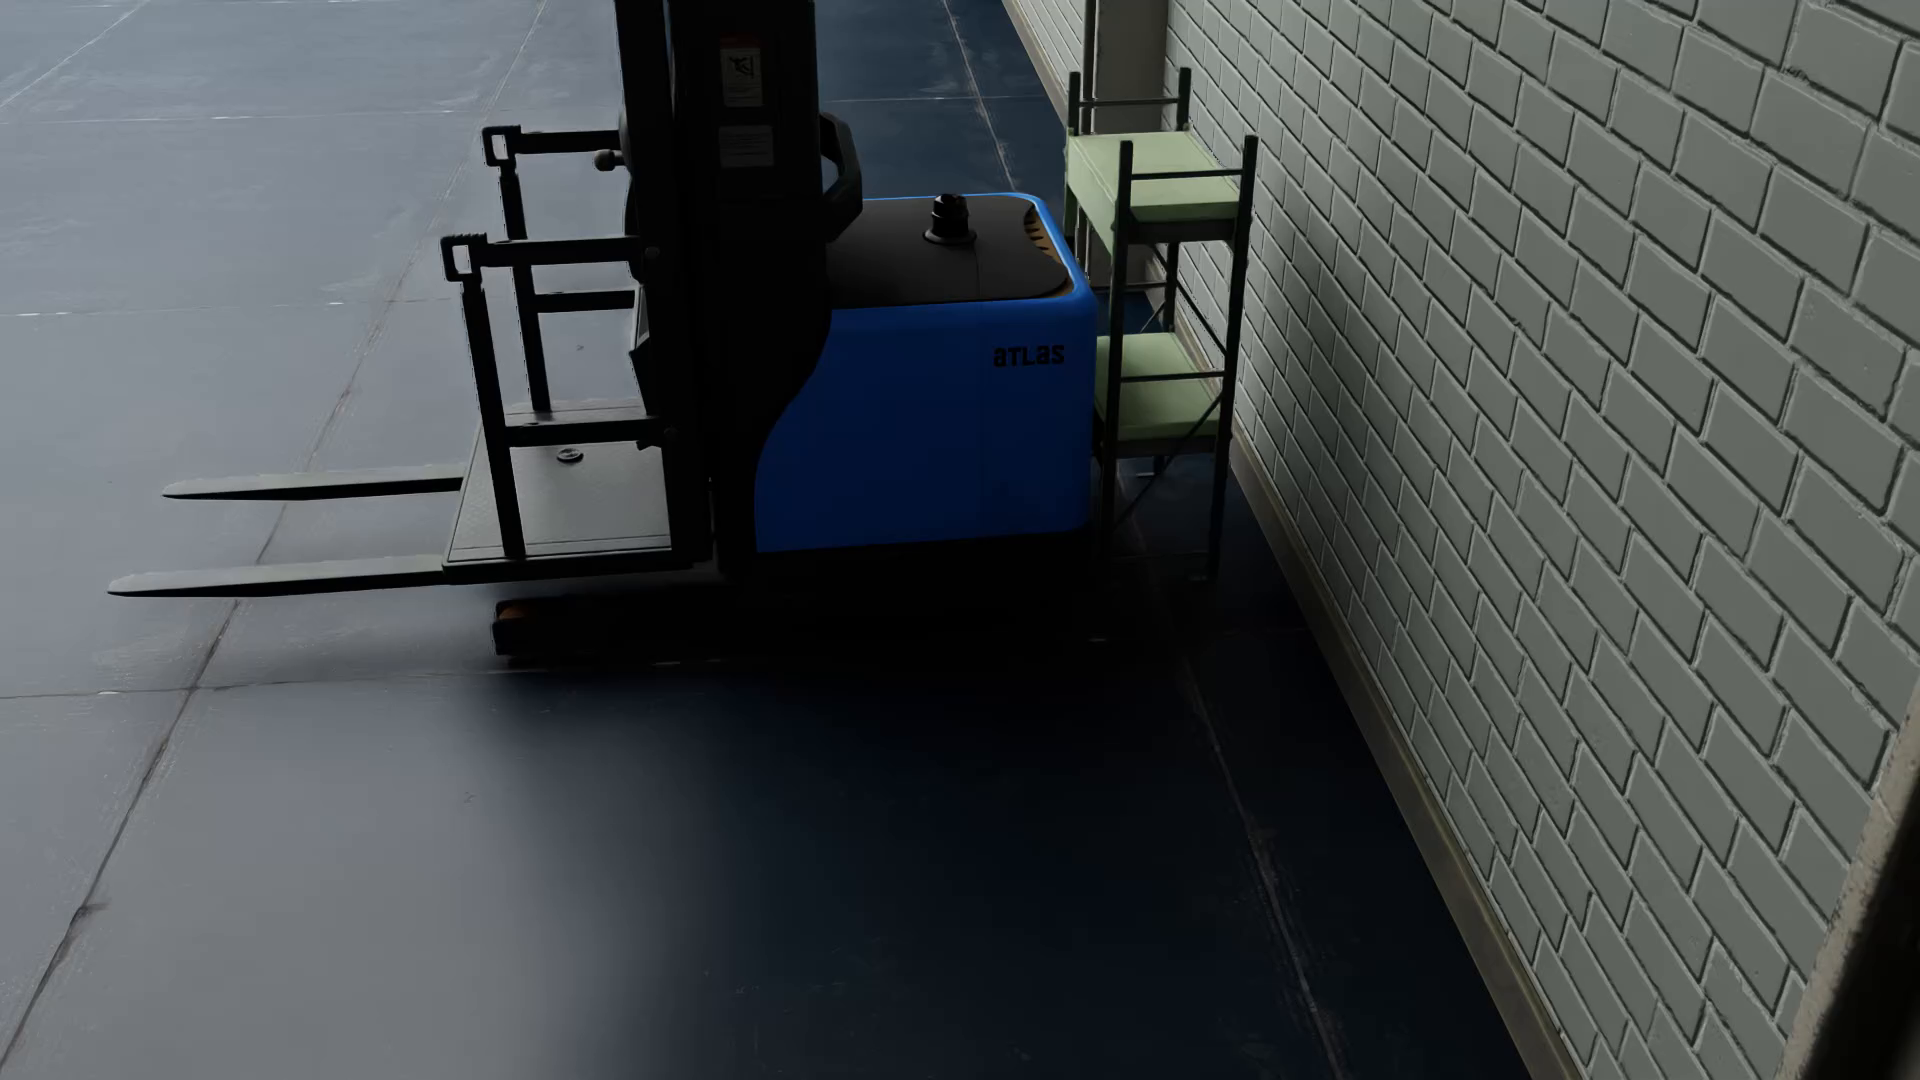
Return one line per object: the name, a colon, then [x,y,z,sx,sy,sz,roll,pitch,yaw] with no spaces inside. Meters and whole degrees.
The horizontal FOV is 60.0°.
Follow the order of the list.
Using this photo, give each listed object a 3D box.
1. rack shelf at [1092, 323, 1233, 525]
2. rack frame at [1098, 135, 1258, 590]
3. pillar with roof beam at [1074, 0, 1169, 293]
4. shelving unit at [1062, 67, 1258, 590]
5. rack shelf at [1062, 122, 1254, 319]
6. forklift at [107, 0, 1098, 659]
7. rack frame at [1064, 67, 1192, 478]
rack shelf: [0.602,-0.405,5.601,0.431,0.370,0.720,-4,31,-7]
rack frame: [0.654,-0.499,5.123,0.400,1.500,0.023,-4,31,-7]
pillar with roof beam: [-3.570,-4.902,5.181,9.100,9.000,0.400,-3,31,-5]
shelving unit: [0.602,-0.685,5.434,0.431,1.500,0.755,-4,31,-7]
rack shelf: [0.602,-1.020,5.234,0.431,0.370,0.720,-4,31,-7]
forklift: [-1.137,-1.181,4.868,3.031,2.935,1.130,-4,31,-7]
rack frame: [0.550,-0.871,5.745,0.400,1.500,0.023,-4,31,-7]
